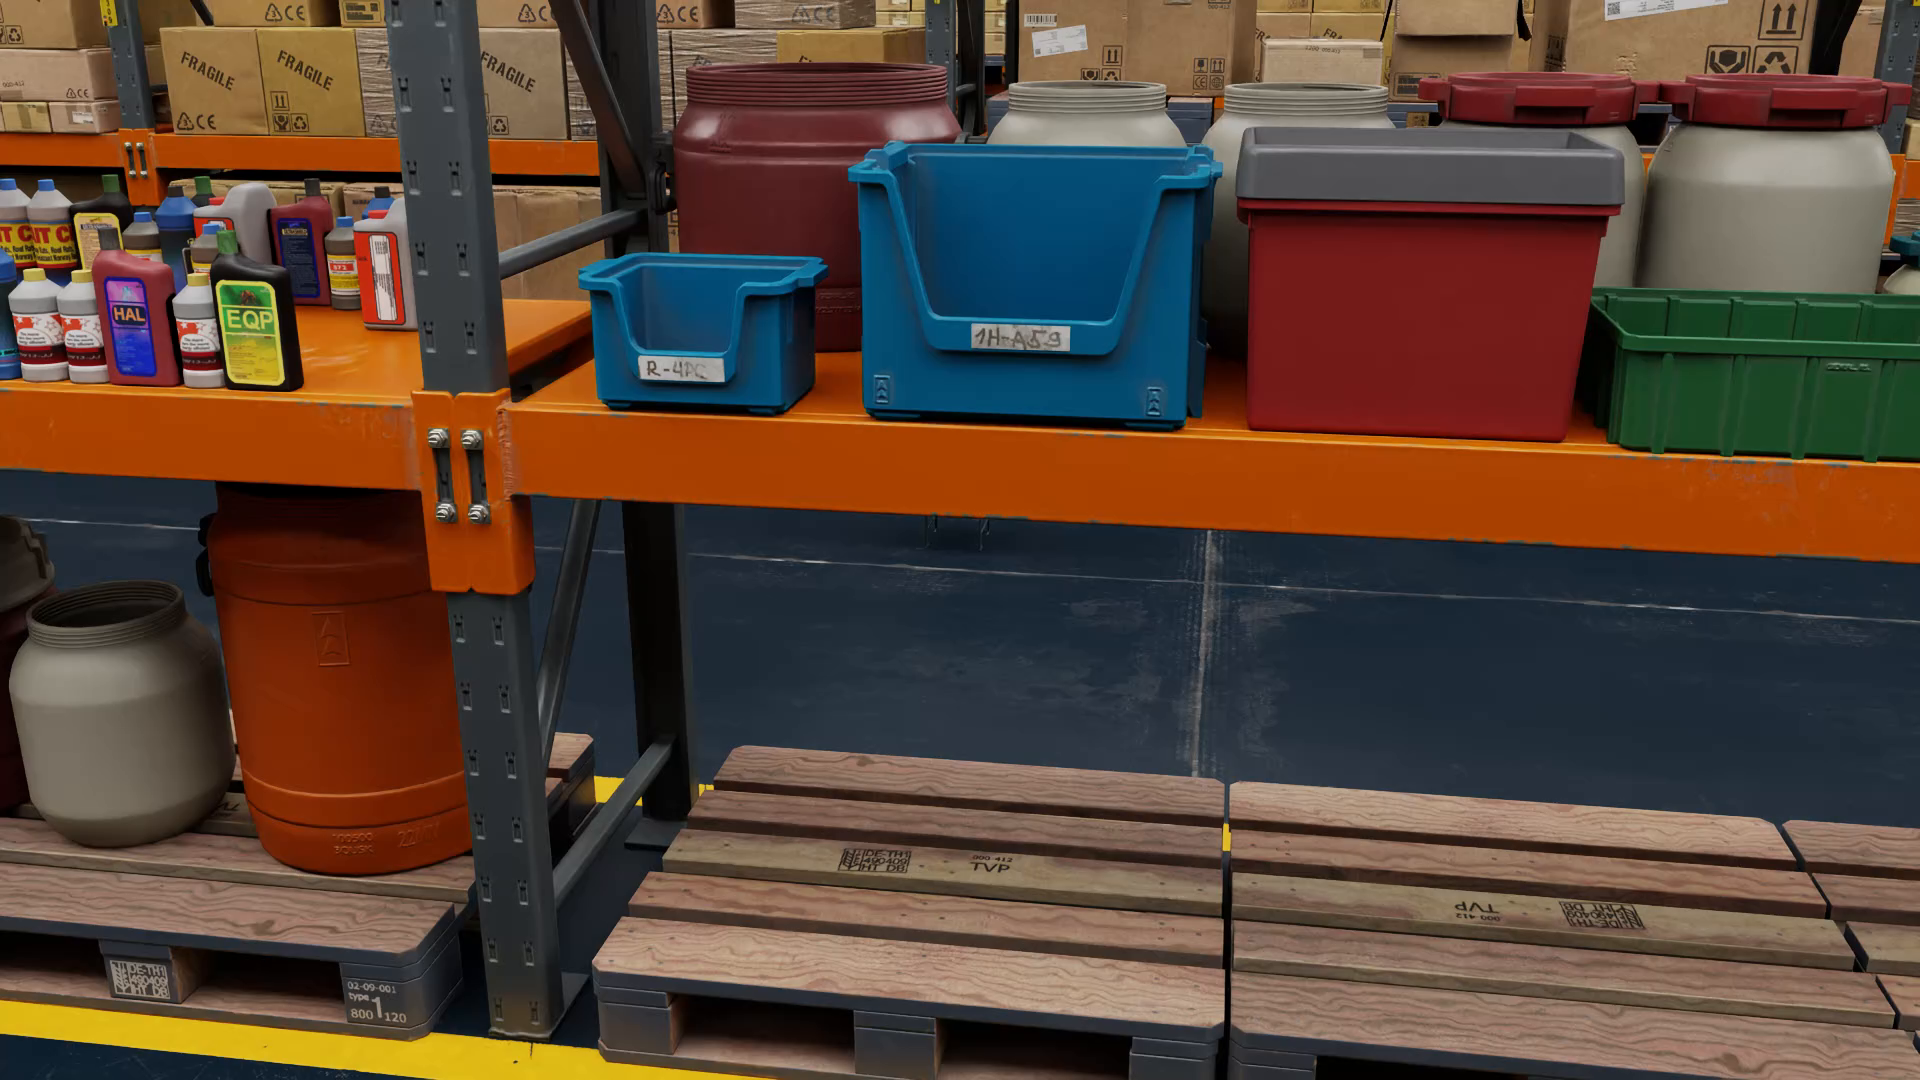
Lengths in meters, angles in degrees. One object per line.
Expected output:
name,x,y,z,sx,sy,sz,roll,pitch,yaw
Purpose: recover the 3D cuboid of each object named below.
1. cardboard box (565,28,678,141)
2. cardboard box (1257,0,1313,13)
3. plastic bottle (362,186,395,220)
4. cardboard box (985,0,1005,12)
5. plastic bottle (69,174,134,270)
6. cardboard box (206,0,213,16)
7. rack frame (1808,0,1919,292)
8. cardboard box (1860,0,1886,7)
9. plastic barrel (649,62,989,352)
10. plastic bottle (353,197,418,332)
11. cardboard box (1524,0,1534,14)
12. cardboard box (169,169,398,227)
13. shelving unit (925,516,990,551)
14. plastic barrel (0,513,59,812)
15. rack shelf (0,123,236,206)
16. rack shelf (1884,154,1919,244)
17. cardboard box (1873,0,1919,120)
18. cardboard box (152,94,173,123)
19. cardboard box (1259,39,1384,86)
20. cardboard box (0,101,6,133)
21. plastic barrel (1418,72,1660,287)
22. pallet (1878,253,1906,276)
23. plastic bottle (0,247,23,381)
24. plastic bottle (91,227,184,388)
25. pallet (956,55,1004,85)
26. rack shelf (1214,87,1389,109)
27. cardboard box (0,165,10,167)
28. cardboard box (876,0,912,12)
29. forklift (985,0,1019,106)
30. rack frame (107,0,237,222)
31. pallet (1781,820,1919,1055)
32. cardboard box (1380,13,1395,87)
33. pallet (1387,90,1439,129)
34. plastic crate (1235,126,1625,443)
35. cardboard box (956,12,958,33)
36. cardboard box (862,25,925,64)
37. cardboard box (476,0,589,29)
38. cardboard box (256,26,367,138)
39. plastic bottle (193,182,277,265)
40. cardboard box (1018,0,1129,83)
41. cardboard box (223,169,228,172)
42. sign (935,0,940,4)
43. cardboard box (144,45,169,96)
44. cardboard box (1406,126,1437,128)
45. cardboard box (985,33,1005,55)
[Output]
cardboard box,-1.546,-2.179,7.930,0.500,0.500,0.500,2,19,7
cardboard box,2.320,-4.127,12.176,0.500,0.500,0.700,3,19,8
plastic bottle,-1.287,-0.657,3.742,0.097,0.271,0.097,0,18,0
cardboard box,0.315,-3.924,12.100,0.250,0.149,0.380,2,19,6
plastic bottle,-1.986,-0.704,3.864,0.133,0.283,0.061,3,19,9
cardboard box,-5.614,-4.115,13.249,0.500,0.500,0.500,3,19,9
rack frame,3.934,-1.931,7.347,0.127,3.000,1.000,3,19,9
cardboard box,6.253,-3.972,11.509,0.550,0.550,0.875,3,19,9
plastic barrel,-0.294,-0.717,3.503,0.708,0.536,0.600,3,19,9
plastic bottle,-1.201,-0.597,3.556,0.135,0.276,0.152,3,19,9
cardboard box,3.822,-4.050,11.946,0.500,0.500,0.700,3,19,8
cardboard box,-3.329,-1.499,8.743,0.875,0.875,1.225,3,19,9
shelving unit,-0.008,-0.427,6.162,0.210,0.900,0.258,3,19,9
plastic barrel,-2.401,0.288,3.854,0.708,0.588,0.600,3,19,9
rack shelf,-5.939,-2.093,8.965,4.000,0.370,1.077,3,19,9
rack shelf,5.909,-1.489,7.160,4.000,0.370,1.077,3,19,9
cardboard box,4.369,-2.077,7.158,0.500,0.500,0.875,3,19,9
cardboard box,-4.204,-2.333,8.946,0.250,0.149,0.380,3,19,9
cardboard box,1.603,-2.104,7.438,0.500,0.250,0.500,2,19,7
cardboard box,-4.825,-2.153,8.406,0.250,0.149,0.380,3,19,8
plastic barrel,1.087,-0.619,3.212,0.433,0.535,0.433,0,18,0
pallet,6.767,-2.034,12.049,1.213,0.211,1.003,3,19,9
plastic bottle,-1.799,-0.439,3.091,0.097,0.271,0.097,0,18,0
plastic bottle,-1.495,-0.423,3.025,0.133,0.283,0.061,3,19,9
pallet,0.151,-3.593,12.615,1.003,0.211,1.213,3,19,9
rack shelf,2.846,-3.239,12.390,4.000,0.370,1.077,3,19,9
cardboard box,-5.492,-1.629,9.130,0.875,0.875,0.875,3,19,9
cardboard box,-0.455,-3.963,12.216,0.250,0.149,0.380,3,19,10
forklift,0.618,-2.986,10.610,1.130,2.935,3.031,-11,22,-31
rack frame,-3.964,-2.334,8.550,0.127,3.000,1.000,3,19,9
pallet,2.367,0.916,3.233,1.213,0.211,1.003,3,19,9
cardboard box,3.265,-3.520,11.940,0.500,0.500,0.500,3,19,9
pallet,1.946,-1.954,7.719,1.213,0.211,1.003,3,19,9
plastic crate,0.746,-0.434,2.771,0.583,0.464,0.402,3,19,9
cardboard box,0.048,-3.797,12.190,0.250,0.149,0.380,4,19,11
cardboard box,-0.452,-2.289,8.260,0.500,0.500,0.500,3,19,10
cardboard box,-2.040,-2.763,8.094,0.637,0.503,0.797,4,19,10
cardboard box,-3.053,-2.254,8.156,0.500,0.500,0.500,3,19,9
plastic bottle,-1.633,-0.668,3.768,0.135,0.276,0.152,3,19,9
cardboard box,0.525,-2.364,7.822,0.500,0.500,0.500,1,19,2
cardboard box,-6.044,-3.051,13.588,0.250,0.149,0.380,3,19,9
sign,-0.100,-2.507,7.244,0.005,0.325,0.100,3,19,9
cardboard box,-4.387,-2.509,8.842,0.500,0.250,0.500,3,19,8
cardboard box,3.242,-2.665,12.424,0.750,0.750,1.050,3,19,9
cardboard box,0.312,-3.642,12.194,0.250,0.149,0.380,3,19,10
